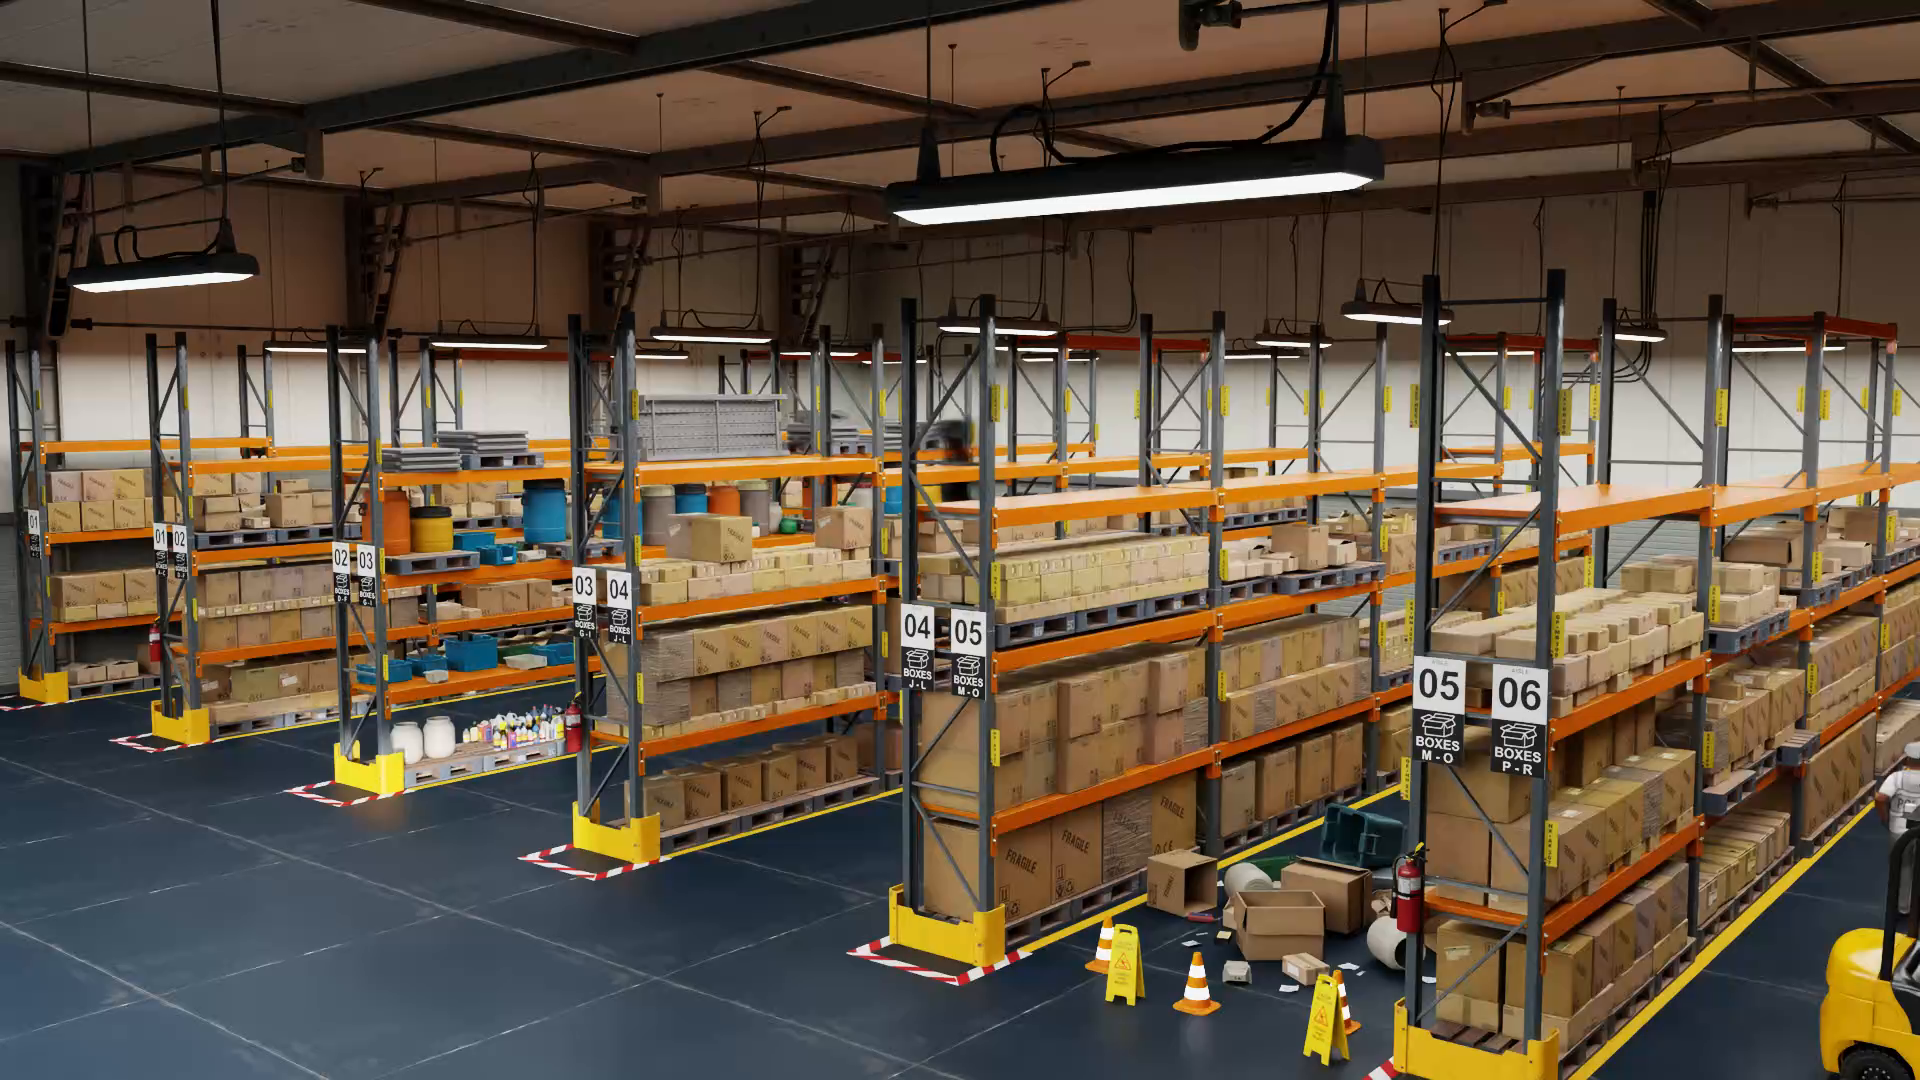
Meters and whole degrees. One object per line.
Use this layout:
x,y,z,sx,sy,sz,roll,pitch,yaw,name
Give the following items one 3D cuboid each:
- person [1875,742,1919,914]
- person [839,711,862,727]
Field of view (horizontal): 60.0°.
9.259,2.828,16.130,0.660,1.750,0.926,4,6,36,person
-1.815,2.113,25.514,0.554,1.533,0.731,2,5,18,person
